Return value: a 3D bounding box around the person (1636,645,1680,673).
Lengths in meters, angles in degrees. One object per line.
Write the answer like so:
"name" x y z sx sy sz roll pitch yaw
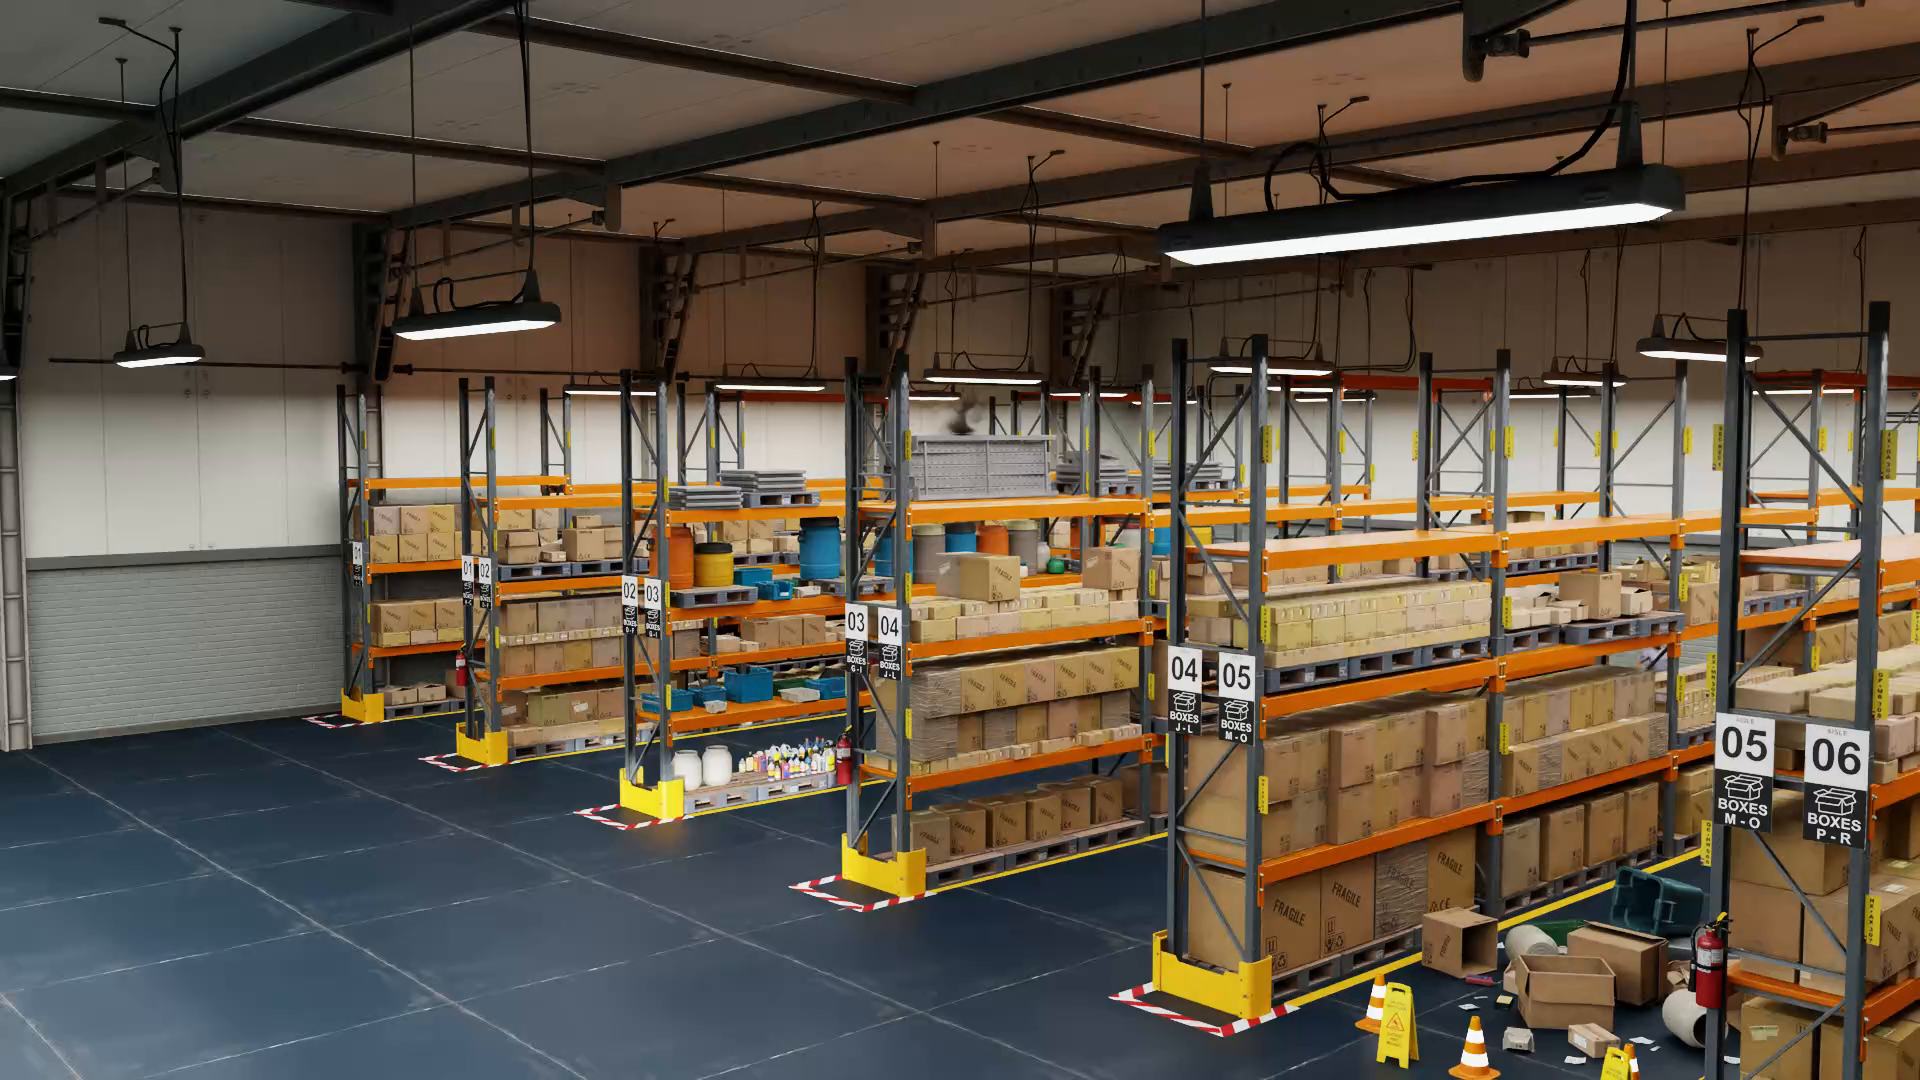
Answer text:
"person" 12.171 2.458 28.785 0.648 1.586 0.914 -1 4 -8
